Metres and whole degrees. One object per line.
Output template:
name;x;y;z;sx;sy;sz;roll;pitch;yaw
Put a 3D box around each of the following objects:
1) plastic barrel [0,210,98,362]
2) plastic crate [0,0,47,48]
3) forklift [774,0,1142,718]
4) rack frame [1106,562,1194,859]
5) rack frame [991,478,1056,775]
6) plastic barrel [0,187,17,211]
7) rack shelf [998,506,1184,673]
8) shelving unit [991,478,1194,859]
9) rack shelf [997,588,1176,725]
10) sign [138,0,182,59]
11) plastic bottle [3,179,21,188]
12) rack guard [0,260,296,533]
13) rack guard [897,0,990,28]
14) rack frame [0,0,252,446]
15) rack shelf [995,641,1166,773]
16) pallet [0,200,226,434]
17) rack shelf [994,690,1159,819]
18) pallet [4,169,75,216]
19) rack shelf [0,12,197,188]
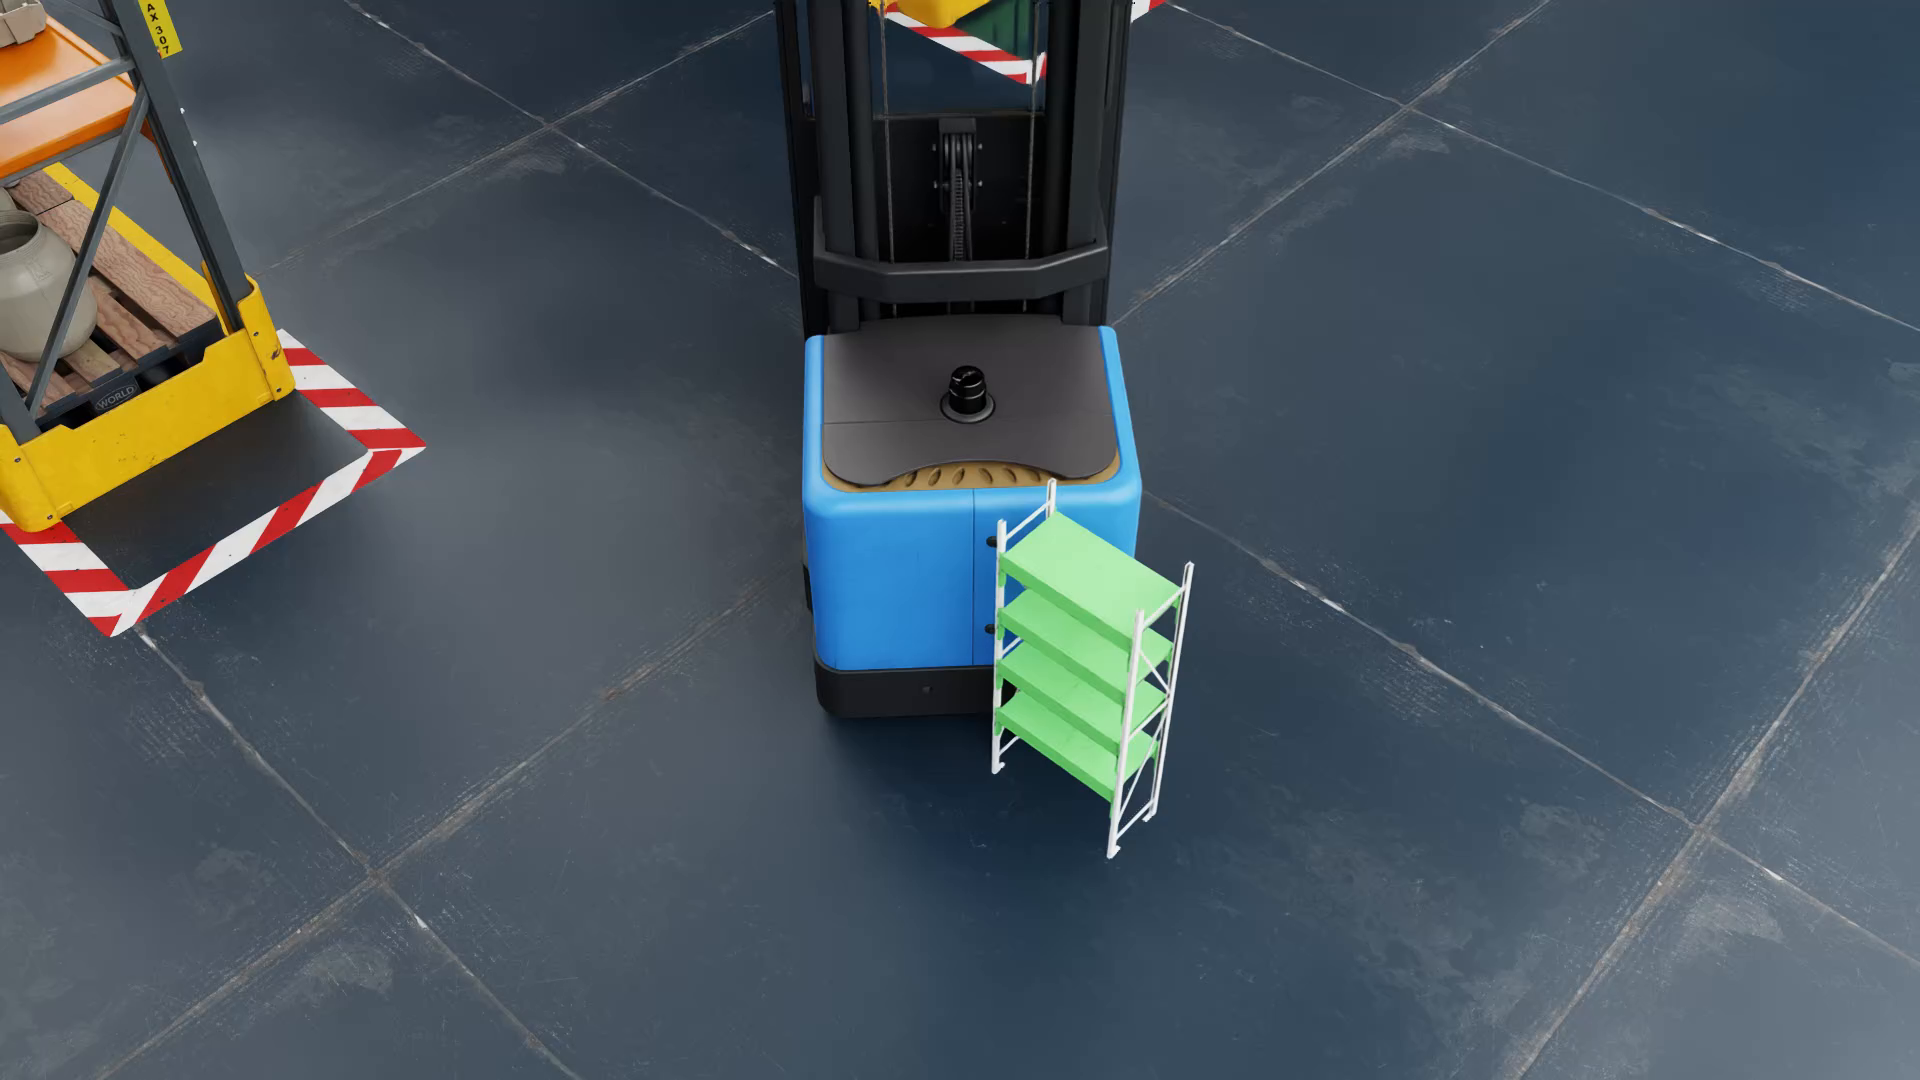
plastic barrel;-3.679;-0.997;6.547;0.421;0.512;0.421;0;47;0
plastic crate;-3.583;-1.945;6.199;0.250;0.136;0.298;34;55;28
forklift;-0.032;-1.474;5.623;1.130;2.935;3.031;-2;47;-2
rack frame;0.553;0.539;4.921;0.015;1.200;0.240;33;55;27
rack frame;0.190;0.301;5.145;0.015;1.200;0.240;33;55;27
plastic barrel;-4.047;-1.244;6.779;0.421;0.512;0.421;0;47;0
rack shelf;0.372;0.135;4.730;0.480;0.148;0.258;33;55;27
shelving unit;0.372;0.420;5.033;0.503;1.200;0.258;33;55;27
rack shelf;0.372;0.299;4.905;0.480;0.148;0.258;33;55;27
sign;-2.767;-1.807;5.699;0.005;0.325;0.100;34;55;28
plastic bottle;-4.264;-1.700;7.358;0.097;0.271;0.097;0;47;0
rack guard;-3.231;-0.577;6.449;0.348;0.500;1.175;34;55;28
rack guard;0.160;-3.255;8.964;0.348;0.500;1.175;34;55;28
rack frame;-3.143;-1.420;5.526;0.127;3.000;1.000;34;55;28
rack shelf;0.372;0.463;5.080;0.480;0.148;0.258;33;55;27
pallet;-3.824;-0.882;6.934;1.213;0.211;1.003;34;55;28
rack shelf;0.372;0.628;5.255;0.480;0.148;0.258;33;55;27
pallet;-4.717;-1.486;7.500;1.213;0.211;1.003;34;55;28
rack shelf;-4.613;-2.163;6.716;4.000;0.370;1.077;34;55;28
